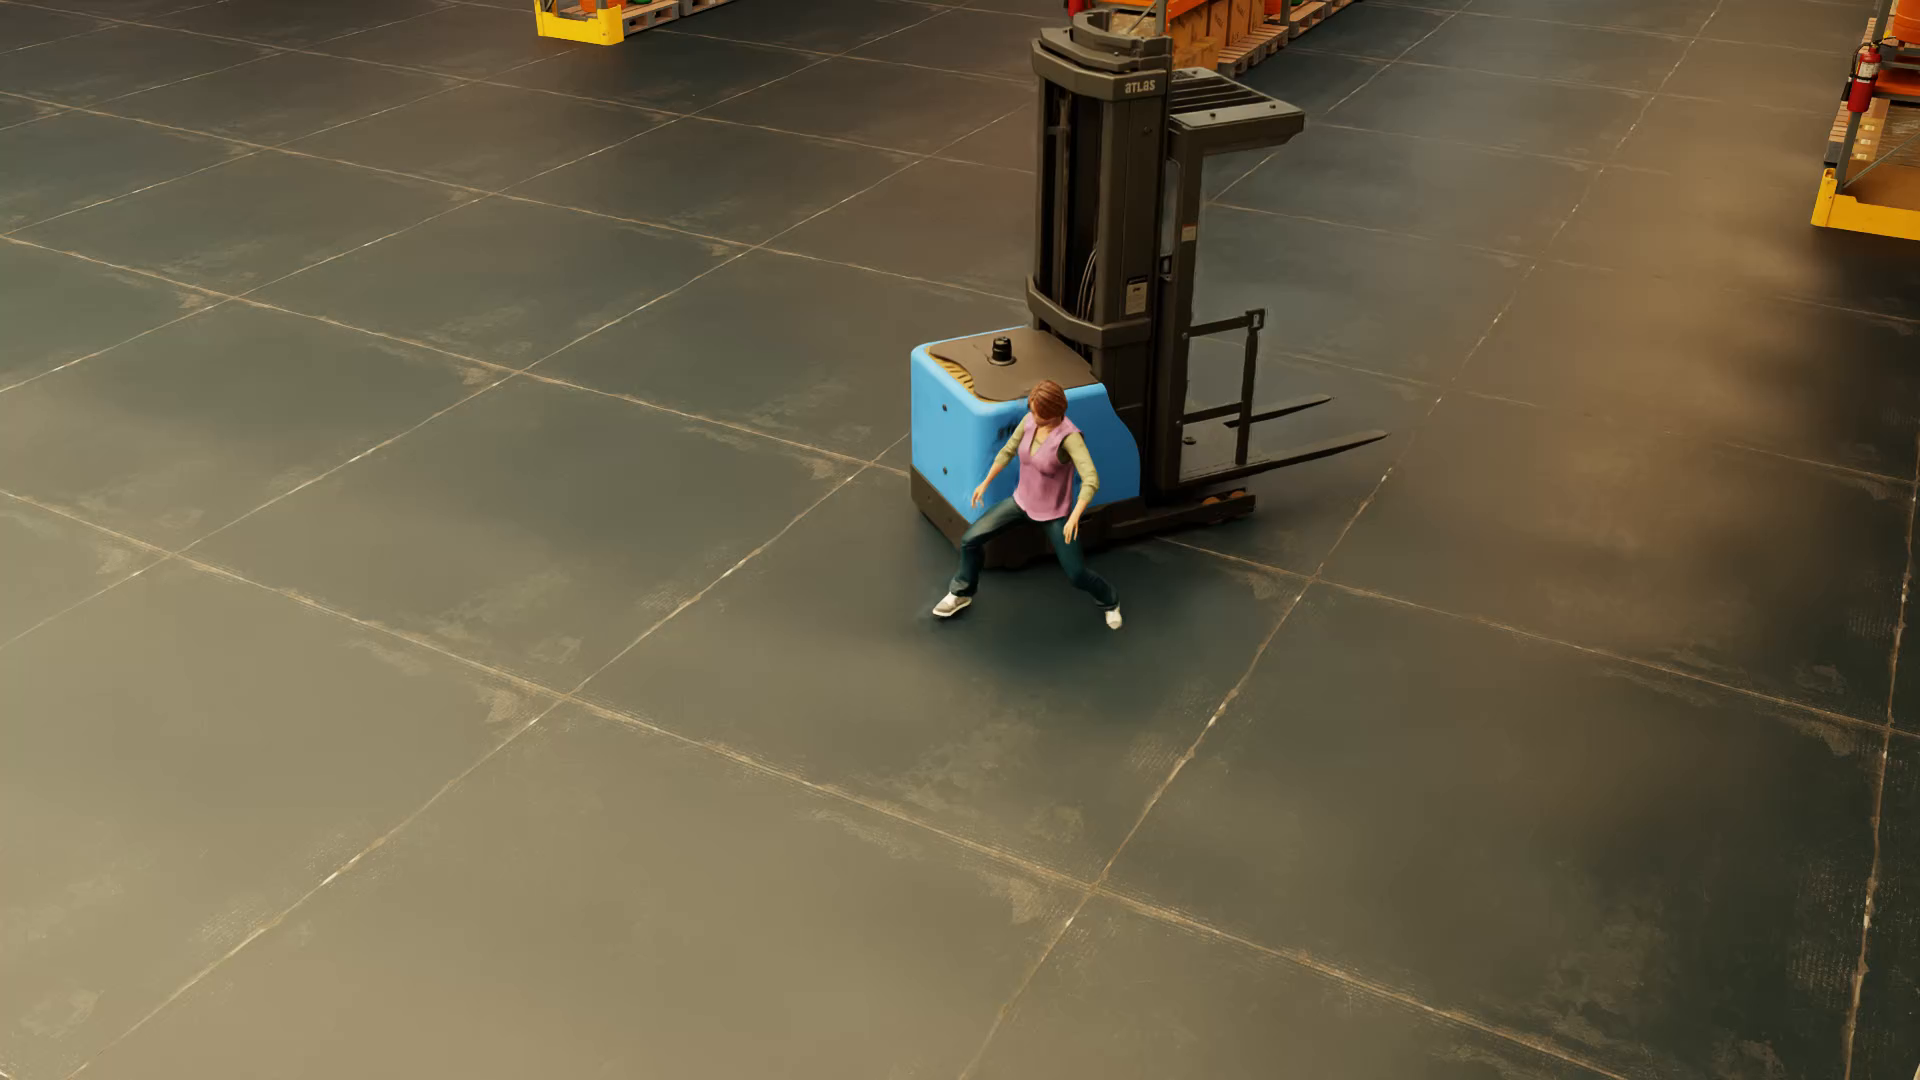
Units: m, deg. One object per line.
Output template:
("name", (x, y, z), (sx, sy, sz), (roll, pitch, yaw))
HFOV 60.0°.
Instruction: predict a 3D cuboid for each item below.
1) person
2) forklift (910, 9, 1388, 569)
("person", (0.418, -0.152, 8.892), (0.872, 1.481, 0.825), (26, 39, 37))
("forklift", (1.253, -1.588, 9.822), (3.031, 2.935, 1.130), (-13, 33, -22))
